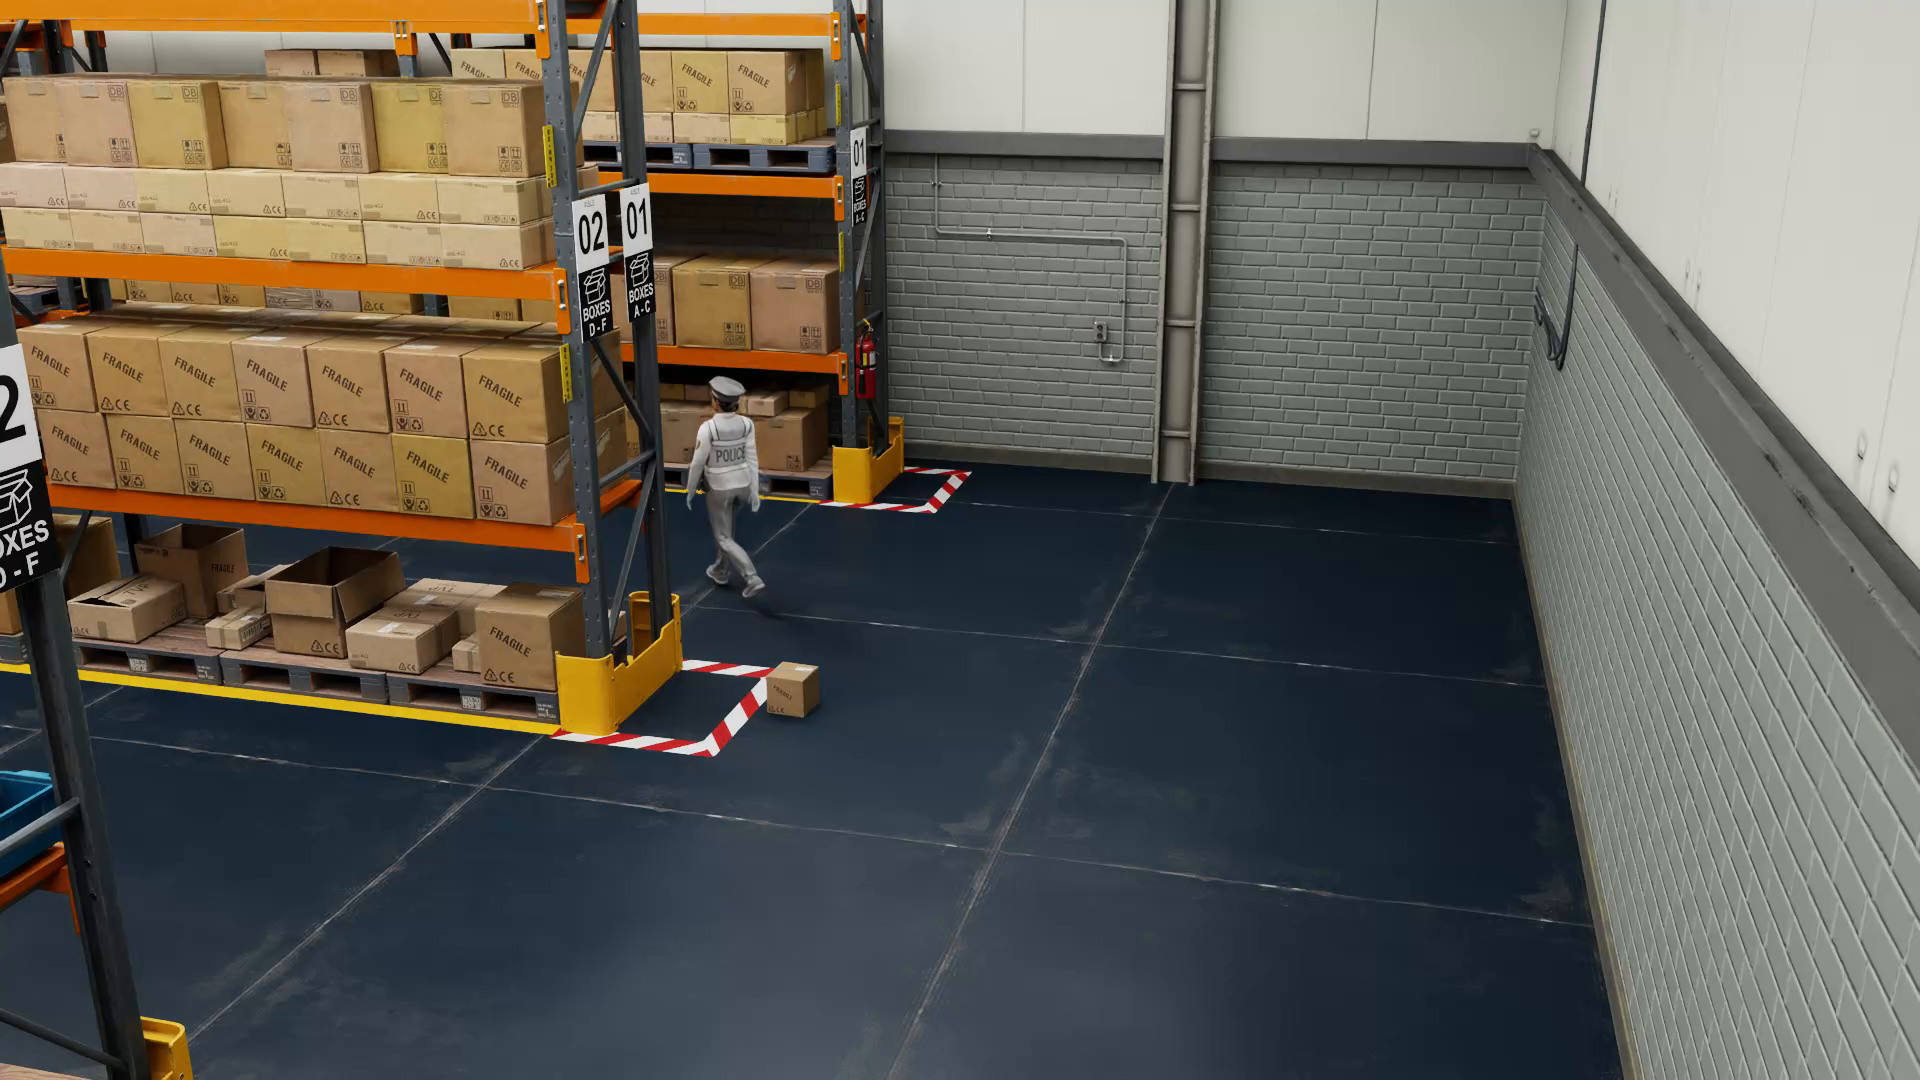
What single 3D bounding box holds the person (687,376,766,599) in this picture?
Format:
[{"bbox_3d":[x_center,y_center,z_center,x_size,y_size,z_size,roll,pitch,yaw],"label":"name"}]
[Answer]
[{"bbox_3d":[-1.723,-0.380,12.144,0.494,1.638,0.932,-14,23,-37],"label":"person"}]
